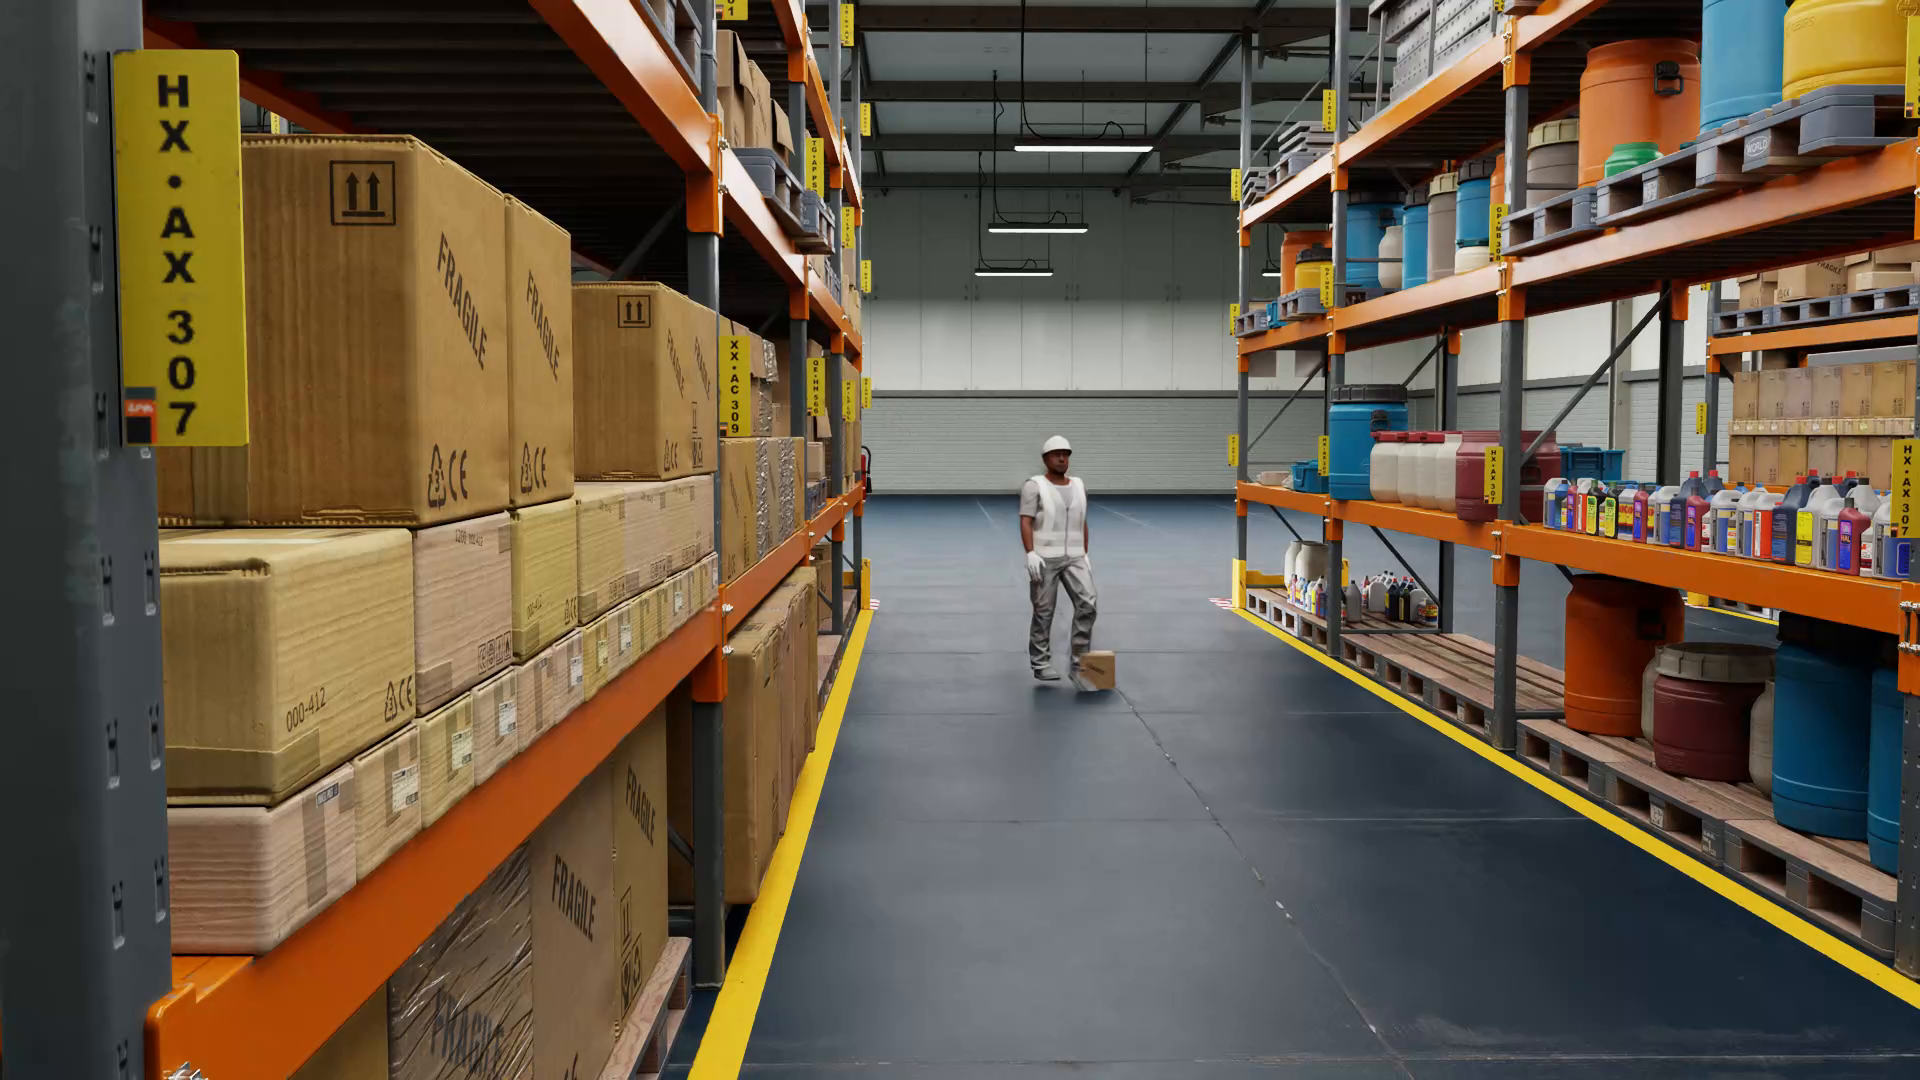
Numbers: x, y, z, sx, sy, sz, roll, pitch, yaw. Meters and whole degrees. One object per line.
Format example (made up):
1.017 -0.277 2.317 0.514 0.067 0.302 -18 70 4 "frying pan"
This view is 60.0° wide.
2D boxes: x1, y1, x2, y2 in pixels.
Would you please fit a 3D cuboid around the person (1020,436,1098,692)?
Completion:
0.721 0.179 11.896 0.615 1.844 0.591 -1 4 -21 "person"
